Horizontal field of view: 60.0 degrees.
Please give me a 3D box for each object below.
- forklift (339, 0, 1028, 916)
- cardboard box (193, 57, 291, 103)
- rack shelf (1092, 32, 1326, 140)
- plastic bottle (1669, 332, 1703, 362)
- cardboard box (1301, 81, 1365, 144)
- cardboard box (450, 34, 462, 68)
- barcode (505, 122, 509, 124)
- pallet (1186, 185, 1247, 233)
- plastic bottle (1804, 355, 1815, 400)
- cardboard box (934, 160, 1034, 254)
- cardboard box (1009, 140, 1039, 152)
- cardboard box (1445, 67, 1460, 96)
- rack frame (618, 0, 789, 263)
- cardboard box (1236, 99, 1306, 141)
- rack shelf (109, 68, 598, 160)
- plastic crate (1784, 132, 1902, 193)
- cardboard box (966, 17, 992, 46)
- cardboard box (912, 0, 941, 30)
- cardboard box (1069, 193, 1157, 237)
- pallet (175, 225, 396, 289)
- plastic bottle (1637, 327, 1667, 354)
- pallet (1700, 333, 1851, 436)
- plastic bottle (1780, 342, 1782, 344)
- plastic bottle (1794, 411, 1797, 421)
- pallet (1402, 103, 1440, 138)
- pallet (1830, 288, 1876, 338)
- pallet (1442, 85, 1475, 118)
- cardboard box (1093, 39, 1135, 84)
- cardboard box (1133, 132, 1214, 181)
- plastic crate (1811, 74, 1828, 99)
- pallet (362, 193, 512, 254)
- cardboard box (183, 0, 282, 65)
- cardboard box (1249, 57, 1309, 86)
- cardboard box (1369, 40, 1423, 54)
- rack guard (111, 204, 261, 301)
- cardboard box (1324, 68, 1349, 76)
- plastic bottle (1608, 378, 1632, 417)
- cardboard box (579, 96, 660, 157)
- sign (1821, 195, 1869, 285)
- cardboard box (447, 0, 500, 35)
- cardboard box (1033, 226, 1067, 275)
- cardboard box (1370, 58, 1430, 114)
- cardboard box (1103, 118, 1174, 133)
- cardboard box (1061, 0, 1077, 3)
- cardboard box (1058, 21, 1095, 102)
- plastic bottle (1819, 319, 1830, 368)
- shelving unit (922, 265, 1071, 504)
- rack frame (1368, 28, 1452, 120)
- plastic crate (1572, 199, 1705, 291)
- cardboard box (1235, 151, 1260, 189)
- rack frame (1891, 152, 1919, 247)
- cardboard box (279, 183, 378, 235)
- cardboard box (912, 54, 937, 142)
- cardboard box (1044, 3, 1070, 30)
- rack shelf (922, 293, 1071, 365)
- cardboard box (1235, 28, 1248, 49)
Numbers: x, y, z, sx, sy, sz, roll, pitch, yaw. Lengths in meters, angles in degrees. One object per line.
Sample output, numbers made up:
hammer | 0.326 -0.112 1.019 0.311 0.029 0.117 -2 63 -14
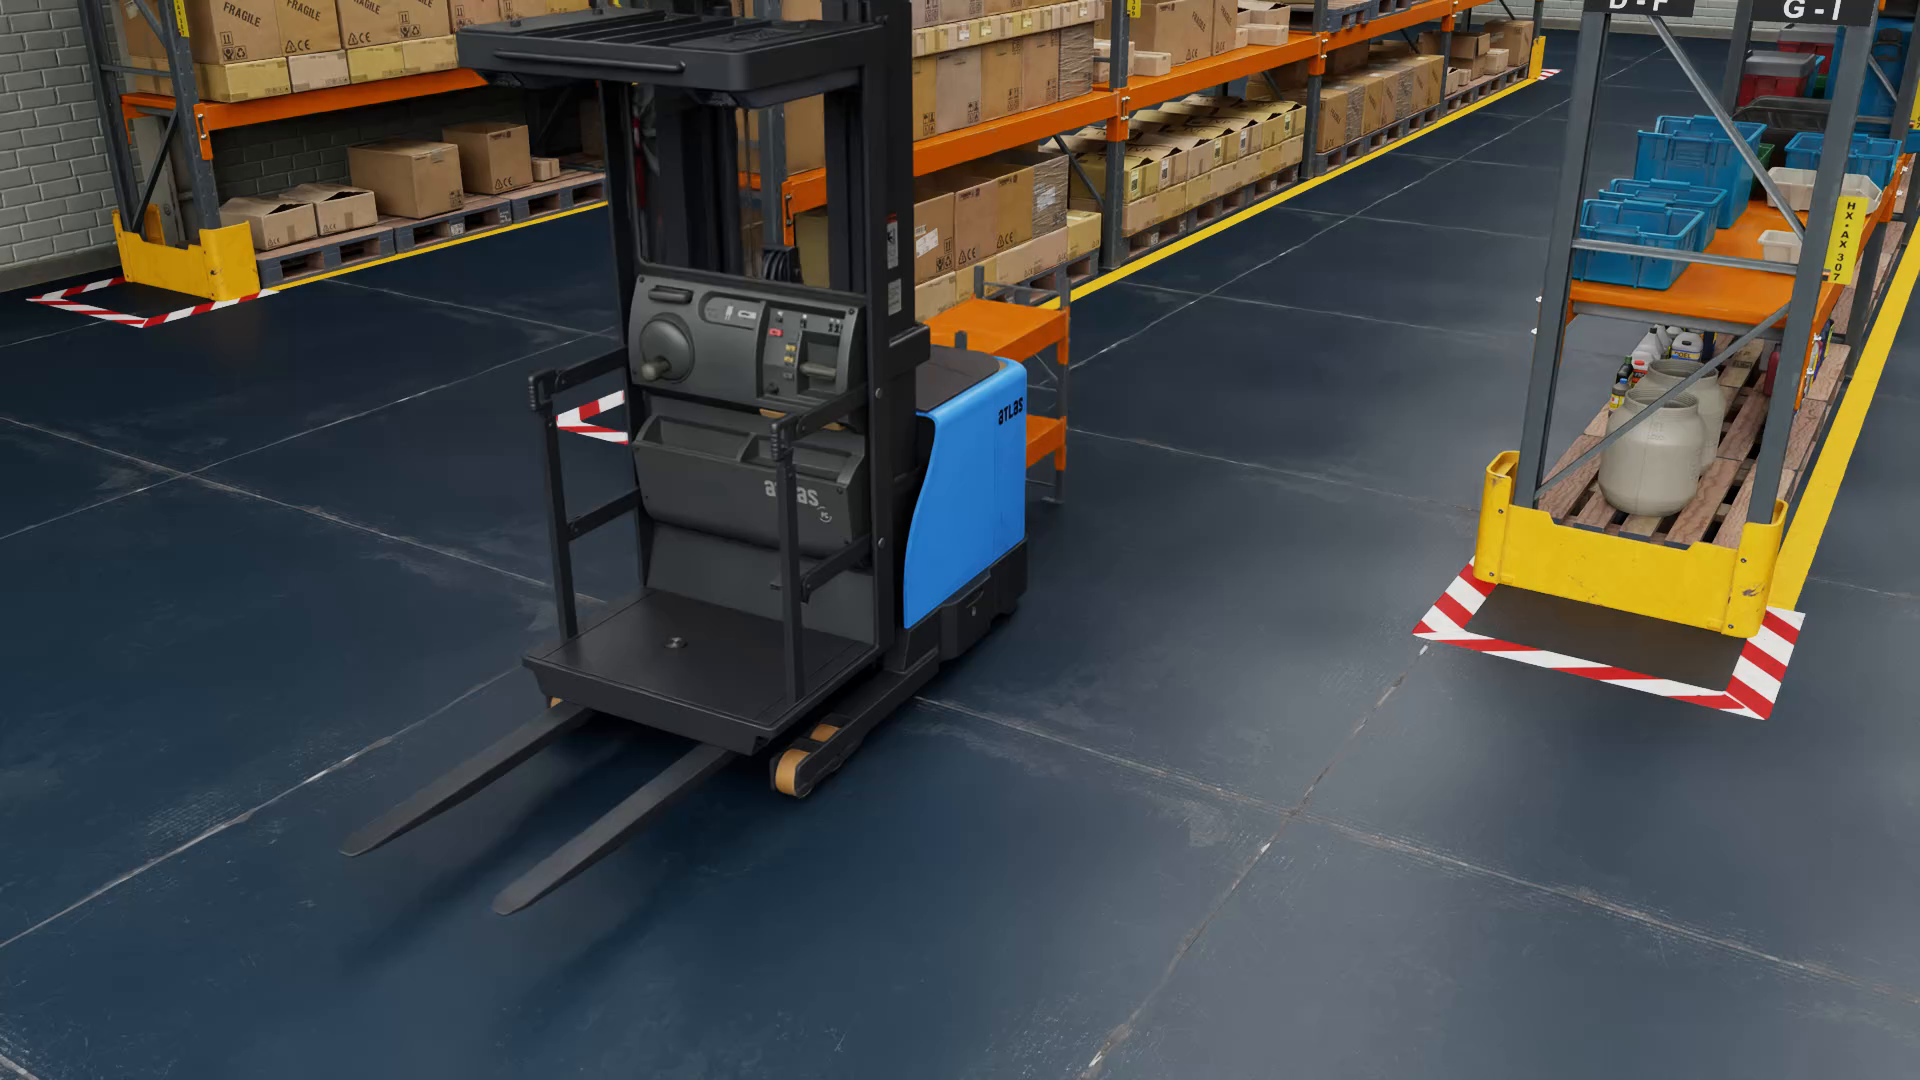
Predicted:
forklift | -0.861 -0.666 5.599 1.130 2.935 3.031 12 26 26
cardboard box | -5.049 -3.224 11.586 0.500 0.250 0.500 13 27 27
rack shelf | 1.799 -3.844 13.759 1.077 0.370 4.000 14 27 29
plastic bottle | 3.988 -0.996 9.151 0.152 0.276 0.135 14 27 29
cardboard box | 3.609 -4.175 16.212 0.500 0.500 0.500 13 27 27
cardboard box | -3.980 -3.913 13.178 0.500 0.250 0.500 14 27 29
barcode | -3.955 -3.605 14.493 0.001 0.075 0.075 14 27 29
pallet | 1.743 -2.890 14.159 1.003 0.211 1.213 14 27 29
plastic bottle | 4.495 -0.906 8.942 0.152 0.276 0.135 14 27 30
cardboard box | 0.151 -2.236 11.127 0.500 0.500 0.500 14 27 29
cardboard box | 0.234 -2.683 12.161 0.500 0.500 0.500 14 27 29
cardboard box | 5.370 -5.263 18.963 0.500 0.311 0.500 14 27 29
rack frame | -1.366 -2.149 8.938 1.000 3.000 0.127 14 27 29
cardboard box | 2.787 -3.809 14.999 0.500 0.311 0.500 15 27 30
rack shelf | -4.521 -3.531 13.035 1.077 0.370 4.000 14 27 29
plastic crate | 4.598 -1.961 8.691 0.499 0.251 0.616 14 27 29
cardboard box | -0.026 -3.187 10.395 0.380 0.149 0.250 15 28 31
cardboard box | -0.542 -3.312 9.866 0.700 0.500 0.500 14 27 29
cardboard box | 1.168 -2.514 12.714 0.500 0.250 0.500 13 27 28
pallet | -5.077 -2.198 12.563 1.003 0.211 1.213 14 27 29
plastic bottle | 3.750 -0.990 9.043 0.144 0.351 0.185 15 28 31
pallet | 4.561 -0.962 9.707 1.003 0.211 1.213 14 27 29
plastic bottle | 4.484 -0.976 9.095 0.061 0.283 0.133 14 27 29
plastic bottle | 4.295 -0.755 8.600 0.097 0.271 0.097 0 23 0
pallet | 4.567 -4.637 18.195 1.003 0.211 1.213 14 27 29
pallet | 5.332 -1.453 10.841 1.003 0.211 1.213 14 27 29
pallet | 5.327 -5.151 19.383 1.003 0.211 1.213 14 27 29
cardboard box | 0.967 -3.605 12.491 0.500 0.250 0.500 16 28 32
cardboard box | 1.715 -3.117 13.402 0.500 0.311 0.500 13 27 27
plastic crate | 5.629 -3.009 11.192 0.450 0.188 0.662 14 27 29
pallet | -4.433 -2.609 13.510 1.003 0.211 1.213 14 27 29
cardboard box | -5.069 -3.568 11.437 0.500 0.500 0.500 14 27 29
cardboard box | 3.174 -4.633 16.324 0.500 0.250 0.500 15 28 31
cardboard box | 5.024 -5.506 19.285 0.500 0.500 0.500 14 27 29
rack guard | -5.536 -2.064 11.889 1.175 0.500 0.348 14 27 29
cardboard box | 3.693 -4.622 17.243 0.500 0.500 0.500 13 26 27
plastic bottle | 3.437 -0.739 8.650 0.097 0.201 0.097 0 23 0
cardboard box | -3.092 -3.842 15.443 0.700 0.500 0.500 15 28 31
sign | 3.306 -1.120 6.213 0.100 0.325 0.005 14 27 29
cardboard box | -3.986 -4.259 13.031 0.500 0.500 0.500 13 27 27
cardboard box | 0.413 -2.061 11.667 0.500 0.250 0.500 14 27 29
cardboard box | 4.680 -4.862 17.798 0.500 0.500 0.500 14 27 29
cardboard box | 1.517 -3.398 14.049 0.500 0.311 0.500 13 27 28
cardboard box | 0.516 -3.989 11.430 0.700 0.500 0.500 14 27 29
cardboard box | 0.516 -3.394 11.688 0.700 0.500 0.500 13 27 28
plastic bottle | 4.856 -1.168 9.453 0.144 0.351 0.185 13 27 28
shelving unit | 0.048 -0.569 7.649 0.538 1.125 1.048 12 26 26
rack frame | 4.964 -6.199 18.294 1.000 3.000 0.127 14 27 29
plastic crate | 2.850 -1.273 7.102 0.499 0.251 0.616 14 27 29
cardboard box | 2.247 -3.207 14.316 0.500 0.250 0.500 15 27 30
rack frame | 7.061 -3.810 12.775 1.000 3.000 0.127 14 27 29
cardboard box | -4.834 -2.561 12.720 0.500 0.311 0.500 16 28 33
cardboard box | -0.569 -2.694 10.072 0.700 0.500 0.500 14 27 29
cardboard box | 0.515 -3.534 11.195 0.380 0.149 0.250 13 27 27
rack shelf | 0.048 -0.838 7.533 0.538 0.278 1.000 12 26 26
cardboard box | 2.230 -4.291 14.204 0.380 0.149 0.250 16 28 33
